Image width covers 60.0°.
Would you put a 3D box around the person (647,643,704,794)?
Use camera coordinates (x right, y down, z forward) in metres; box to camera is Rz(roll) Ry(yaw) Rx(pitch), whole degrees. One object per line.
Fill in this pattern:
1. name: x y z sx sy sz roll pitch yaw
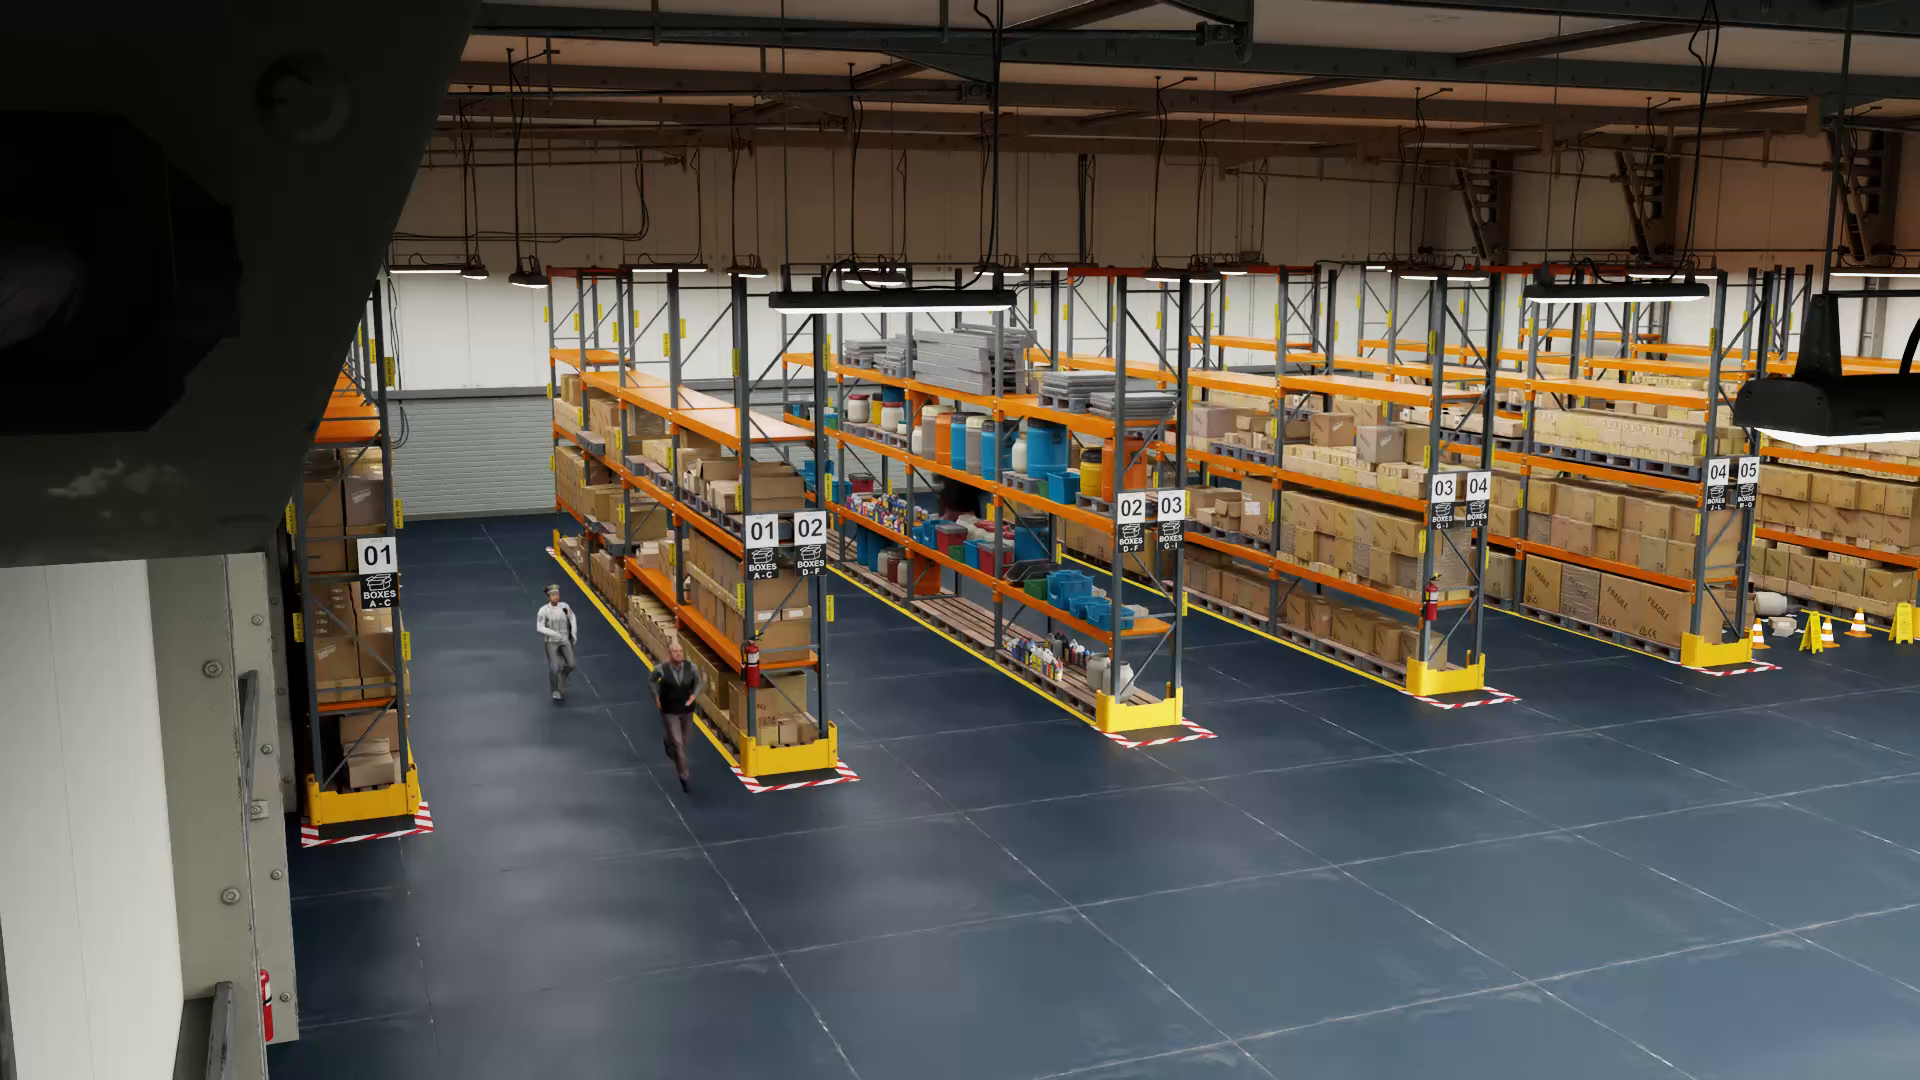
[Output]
1. person: -3.387 2.072 19.950 0.620 1.739 1.110 -6 12 -32

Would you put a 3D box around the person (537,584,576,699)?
1. person: -5.687 1.449 23.634 0.623 1.665 0.562 -6 12 -31
